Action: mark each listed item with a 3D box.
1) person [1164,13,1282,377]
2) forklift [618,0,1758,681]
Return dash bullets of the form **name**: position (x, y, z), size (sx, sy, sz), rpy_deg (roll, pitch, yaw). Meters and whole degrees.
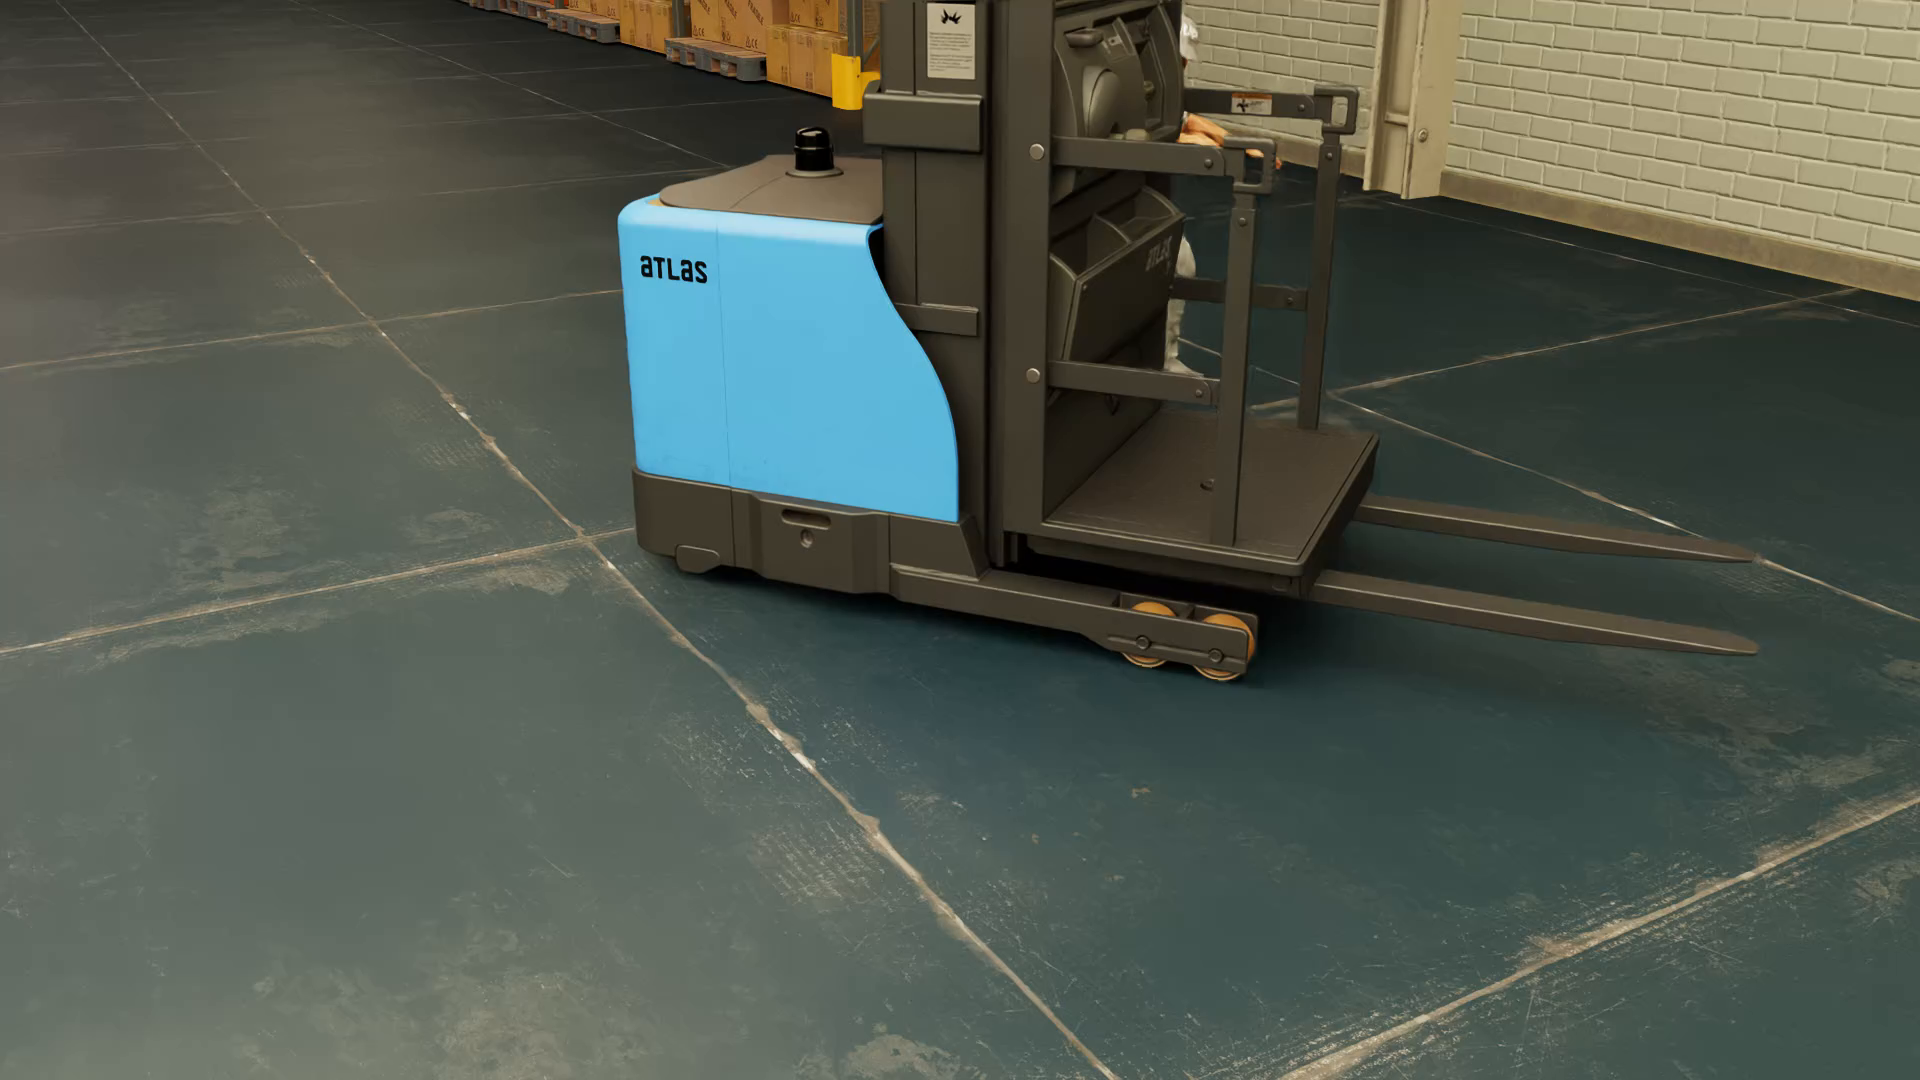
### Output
- **person**: position (0.818, -1.218, 6.275), size (1.062, 1.459, 0.836), rpy_deg (-9, 24, -20)
- **forklift**: position (0.608, -1.225, 4.259), size (3.031, 2.935, 1.130), rpy_deg (9, 24, 21)
